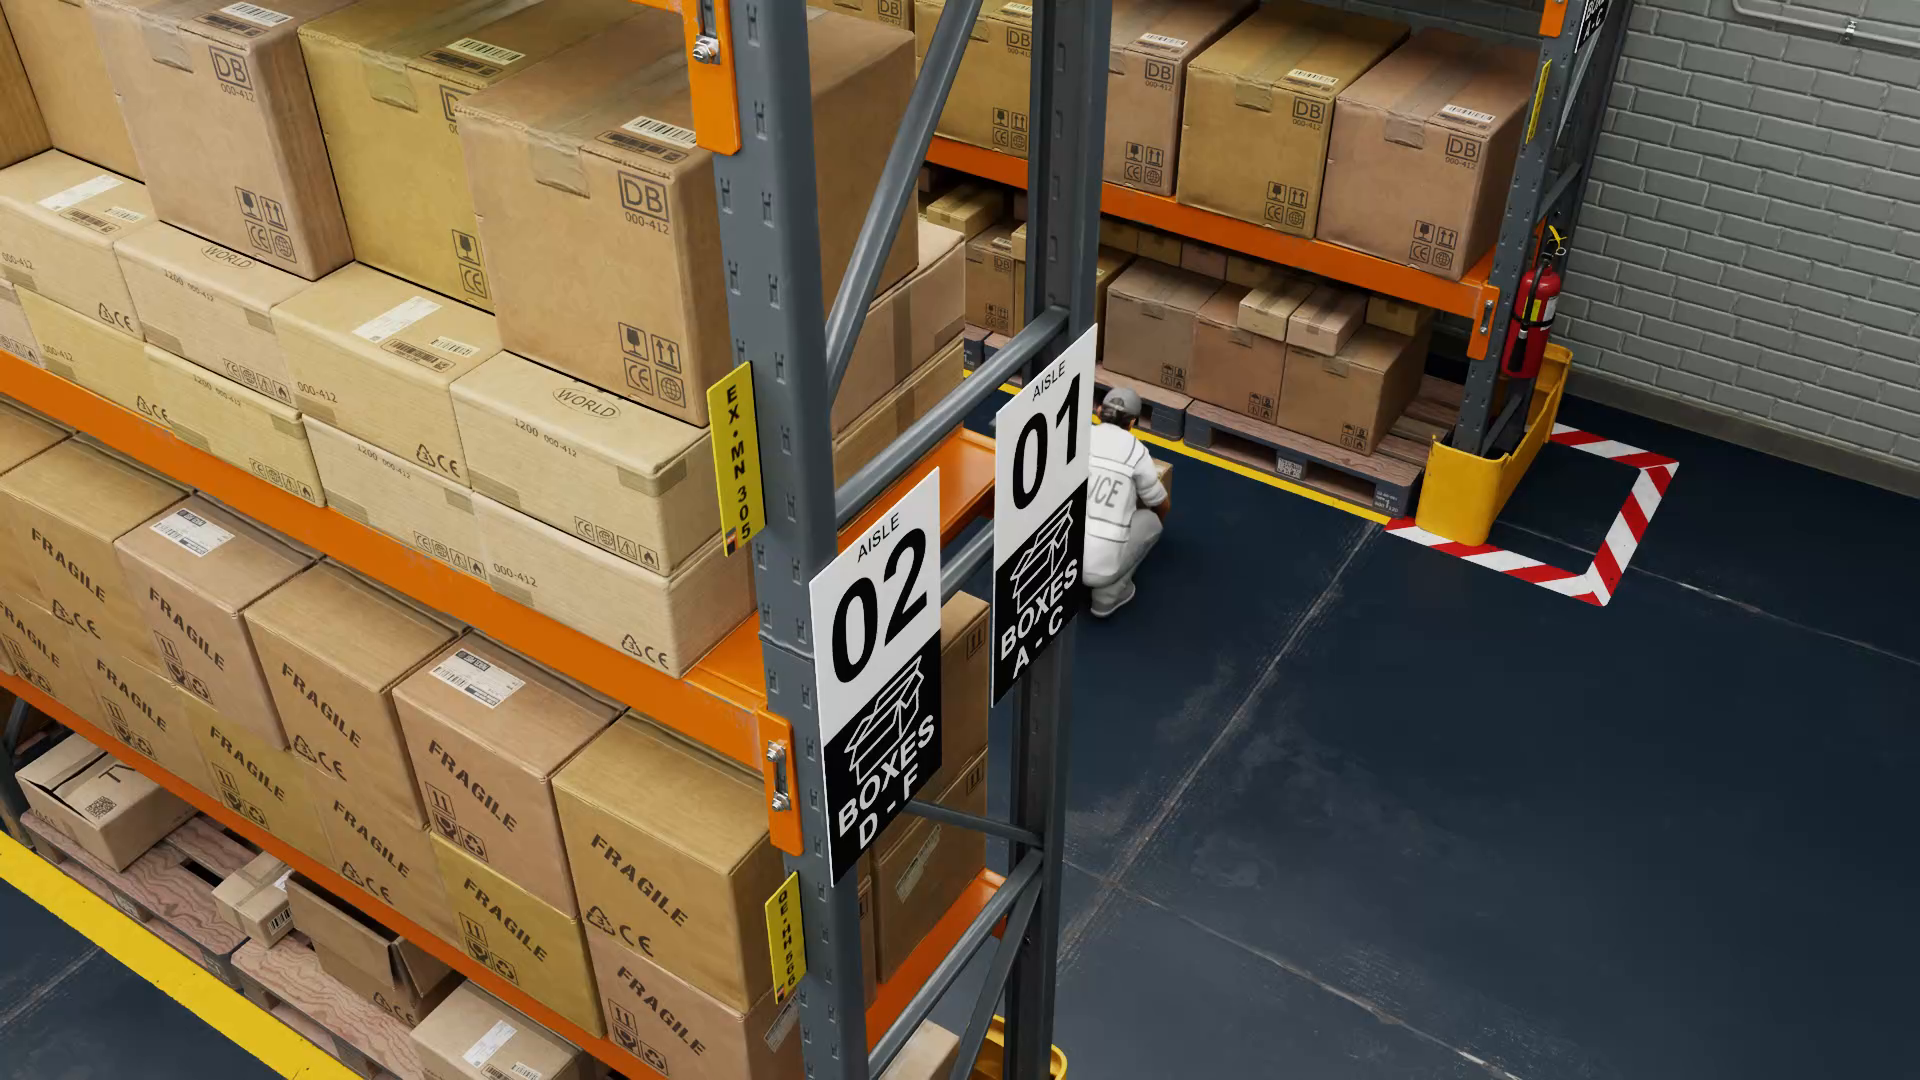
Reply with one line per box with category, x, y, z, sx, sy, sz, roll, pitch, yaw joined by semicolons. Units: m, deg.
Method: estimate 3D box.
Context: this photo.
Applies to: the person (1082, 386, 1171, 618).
person;0.626;-0.157;7.468;0.526;0.938;0.846;22;43;25
